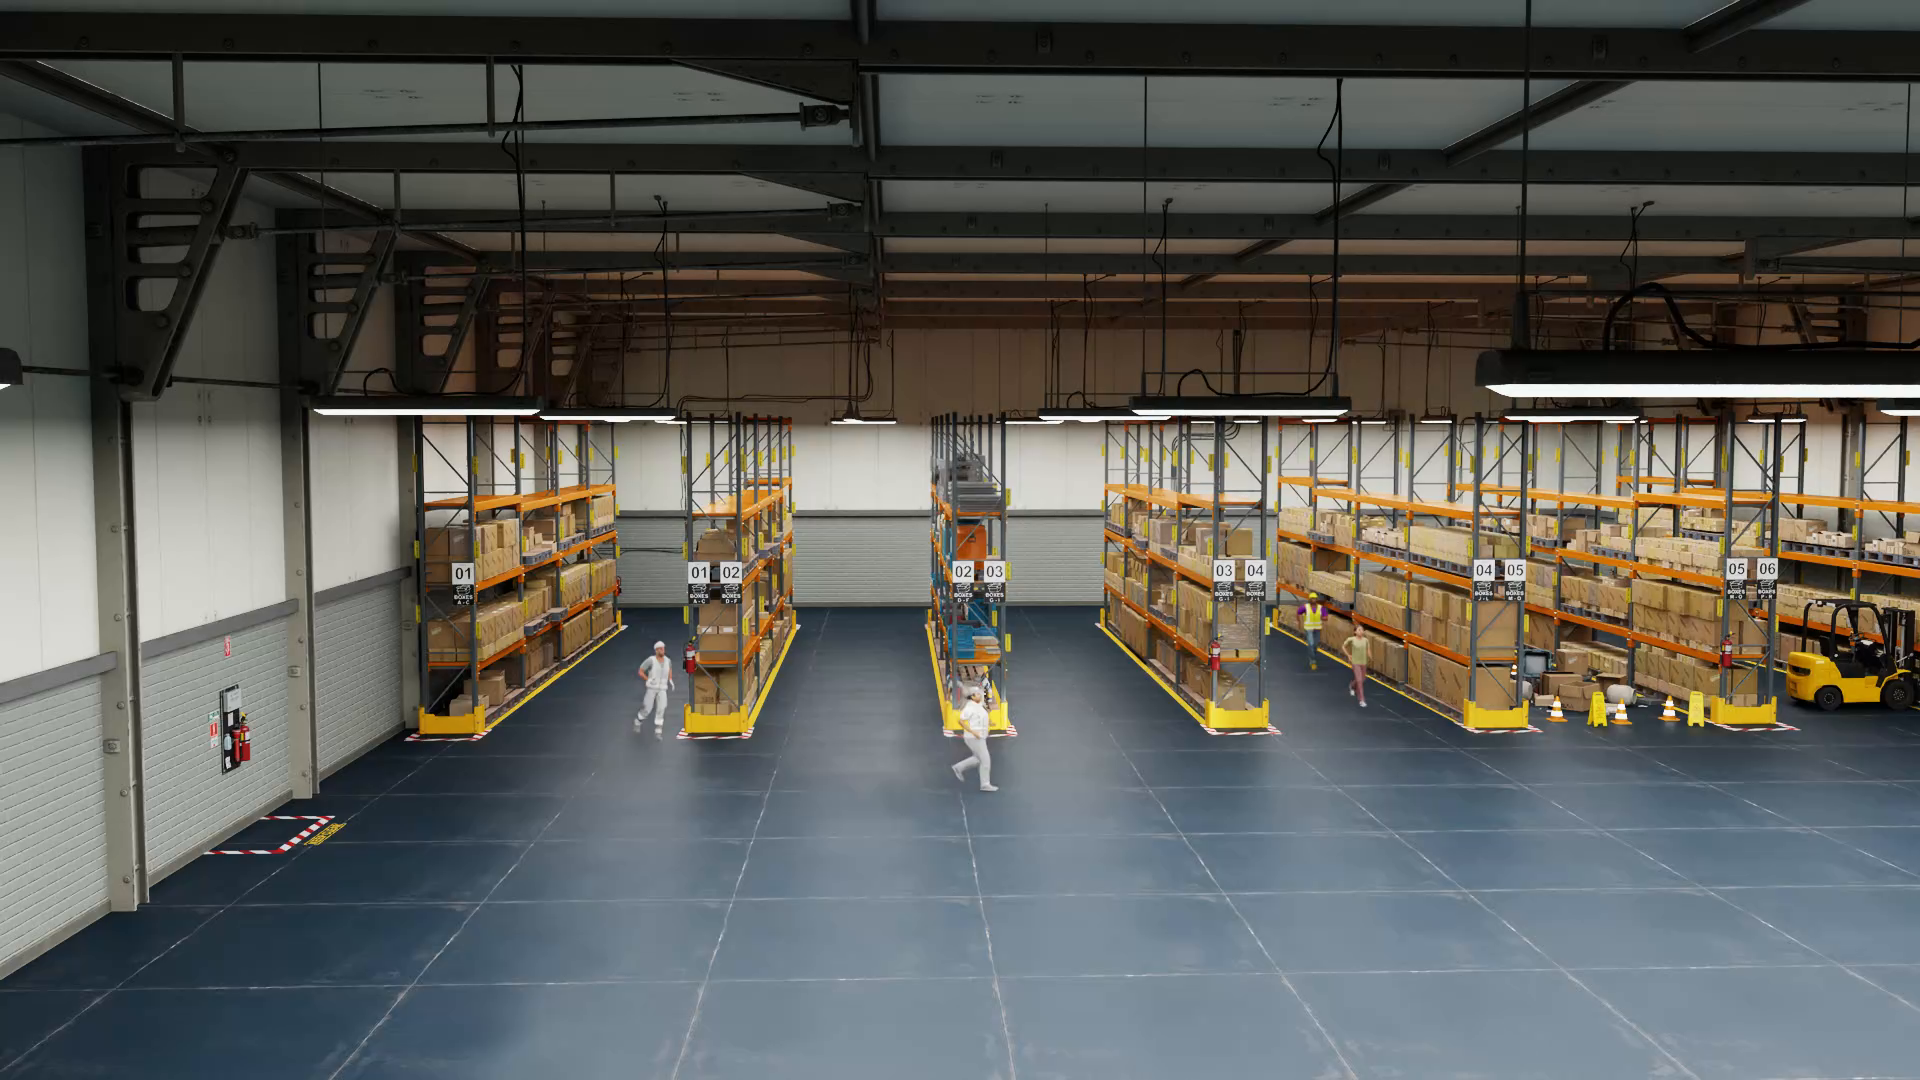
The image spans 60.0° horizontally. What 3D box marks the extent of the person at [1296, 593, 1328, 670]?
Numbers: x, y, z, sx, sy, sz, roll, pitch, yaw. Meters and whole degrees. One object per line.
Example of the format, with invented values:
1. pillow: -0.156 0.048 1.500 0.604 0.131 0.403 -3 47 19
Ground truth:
1. person: 8.368 2.130 39.398 0.694 1.767 0.969 0 4 -6

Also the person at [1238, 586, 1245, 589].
1. person: 7.835 1.757 46.156 0.675 1.684 0.664 0 4 0

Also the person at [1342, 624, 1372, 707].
1. person: 8.208 2.568 34.325 0.579 1.669 0.879 -1 4 -12

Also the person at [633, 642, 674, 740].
1. person: -5.551 2.746 30.572 0.717 1.749 0.987 -3 5 -33

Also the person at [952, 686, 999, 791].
1. person: 0.223 3.120 26.217 0.813 1.633 0.605 1 4 18
